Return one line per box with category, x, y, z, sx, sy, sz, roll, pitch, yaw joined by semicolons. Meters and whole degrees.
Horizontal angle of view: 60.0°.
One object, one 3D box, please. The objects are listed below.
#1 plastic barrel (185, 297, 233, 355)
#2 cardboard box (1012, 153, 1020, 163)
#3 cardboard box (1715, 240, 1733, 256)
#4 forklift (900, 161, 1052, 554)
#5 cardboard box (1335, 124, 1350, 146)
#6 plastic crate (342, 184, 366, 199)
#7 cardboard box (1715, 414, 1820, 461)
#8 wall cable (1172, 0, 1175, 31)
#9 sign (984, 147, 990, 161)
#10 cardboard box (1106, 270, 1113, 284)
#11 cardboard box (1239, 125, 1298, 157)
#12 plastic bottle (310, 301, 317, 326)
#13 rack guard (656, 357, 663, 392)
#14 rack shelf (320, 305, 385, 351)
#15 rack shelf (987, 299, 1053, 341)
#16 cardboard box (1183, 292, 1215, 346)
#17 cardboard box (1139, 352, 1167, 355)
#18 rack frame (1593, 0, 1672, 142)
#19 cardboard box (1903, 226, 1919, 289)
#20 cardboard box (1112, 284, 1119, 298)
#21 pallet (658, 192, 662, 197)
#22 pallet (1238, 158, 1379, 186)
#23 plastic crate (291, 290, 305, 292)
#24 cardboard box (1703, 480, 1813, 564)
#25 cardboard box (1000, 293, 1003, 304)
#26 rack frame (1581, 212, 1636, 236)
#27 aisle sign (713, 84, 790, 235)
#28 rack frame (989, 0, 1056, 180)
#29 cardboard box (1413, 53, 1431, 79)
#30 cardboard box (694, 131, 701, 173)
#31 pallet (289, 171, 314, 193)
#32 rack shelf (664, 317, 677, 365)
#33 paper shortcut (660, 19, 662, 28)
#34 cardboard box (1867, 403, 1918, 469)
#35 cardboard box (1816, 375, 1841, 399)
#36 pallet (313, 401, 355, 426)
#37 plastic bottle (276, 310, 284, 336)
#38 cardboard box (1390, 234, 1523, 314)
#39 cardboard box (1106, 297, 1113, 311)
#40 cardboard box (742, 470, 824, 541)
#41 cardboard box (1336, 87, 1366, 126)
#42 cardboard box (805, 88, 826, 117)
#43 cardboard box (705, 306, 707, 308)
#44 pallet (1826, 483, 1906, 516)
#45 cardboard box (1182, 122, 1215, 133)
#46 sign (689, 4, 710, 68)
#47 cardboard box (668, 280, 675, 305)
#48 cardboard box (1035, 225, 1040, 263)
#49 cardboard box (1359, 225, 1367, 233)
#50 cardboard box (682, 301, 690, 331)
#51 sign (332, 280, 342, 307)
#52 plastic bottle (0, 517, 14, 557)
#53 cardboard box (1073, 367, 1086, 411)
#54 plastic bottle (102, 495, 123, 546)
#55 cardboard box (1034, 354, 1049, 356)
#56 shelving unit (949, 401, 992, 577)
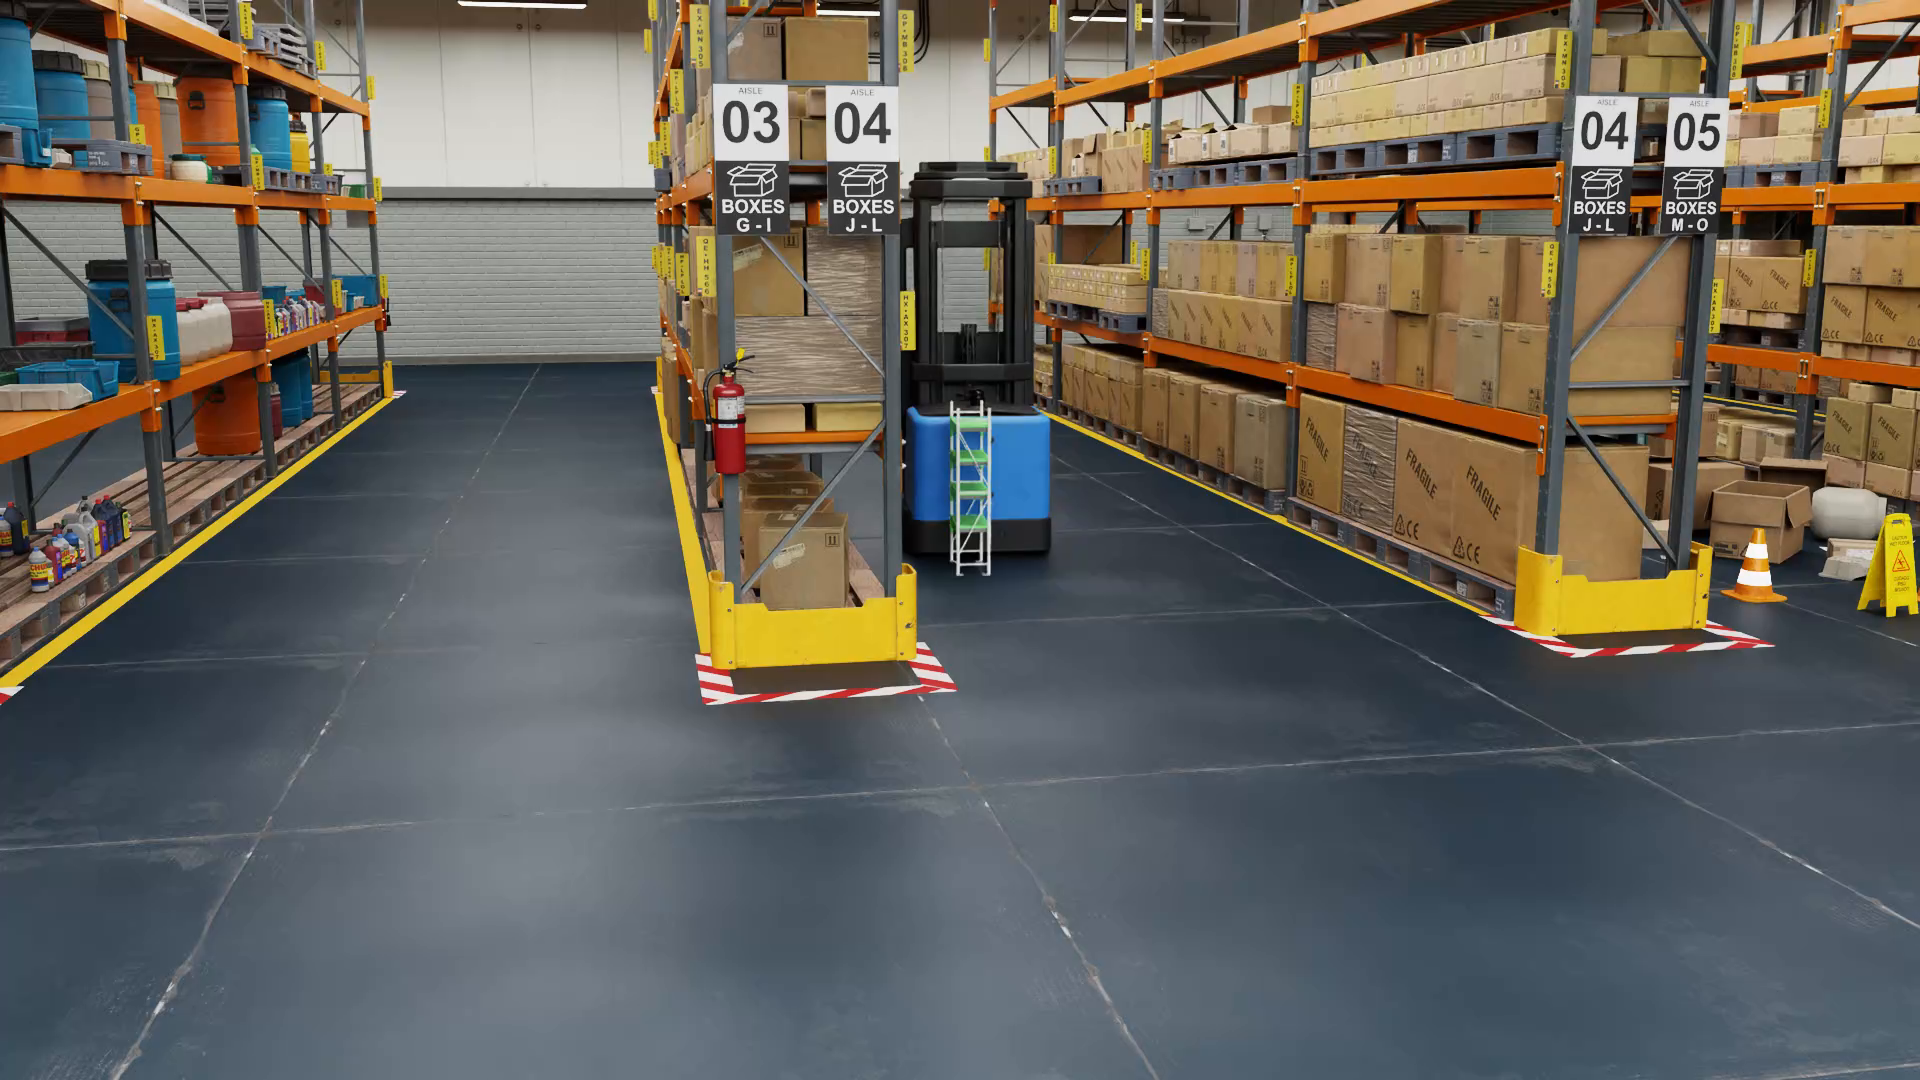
plastic barrel;-6.837;-1.942;15.080;0.421;0.512;0.421;0;11;0
cardboard box;0.952;-5.411;23.581;0.380;0.149;0.250;-2;11;-9
cardboard box;7.576;-2.847;16.212;0.380;0.149;0.250;-3;11;-13
forklift;0.024;-1.562;13.566;1.130;2.935;3.031;-1;11;-6
cardboard box;3.111;-3.110;12.772;0.380;0.149;0.250;-2;11;-11
plastic crate;-8.331;-4.734;22.593;0.450;0.188;0.336;-2;11;-11
cardboard box;7.863;-1.018;16.430;0.950;0.372;0.625;-1;11;-7
wall cable;2.876;-10.946;30.596;2.355;3.000;0.029;-2;11;-11
sign;0.408;-5.761;25.080;0.100;0.325;0.005;-2;11;-11
cardboard box;1.854;-2.953;18.645;0.380;0.149;0.250;-2;11;-9
cardboard box;2.819;-3.550;14.816;0.500;0.250;0.500;-2;11;-11
plastic bottle;-7.541;-2.643;19.374;0.061;0.283;0.133;-2;11;-11
rack guard;-3.949;-2.492;24.953;1.175;0.500;0.348;-2;11;-11
rack shelf;-8.414;-2.815;21.890;1.077;0.370;4.000;-2;11;-11
rack shelf;1.330;-3.157;23.686;1.077;0.370;4.000;-2;11;-11
cardboard box;2.518;-2.182;16.368;0.500;0.500;0.500;-2;11;-11
cardboard box;2.418;-2.076;19.640;0.500;0.250;0.500;-2;11;-11
rack frame;7.332;-5.556;18.320;1.000;3.000;0.127;-2;11;-11
cardboard box;8.132;-2.285;13.445;0.700;0.500;0.500;-2;11;-12
cardboard box;1.900;-2.762;18.440;0.380;0.149;0.250;-2;11;-9
pallet;-3.790;-5.010;23.711;1.003;0.211;1.213;-2;11;-11
pallet;3.048;-3.222;14.594;0.805;0.209;1.217;-3;11;-13
plastic crate;-8.950;-3.305;22.824;0.416;0.233;0.300;-2;11;-11
cardboard box;6.063;-0.145;12.614;0.637;0.503;0.797;9;14;38
cardboard box;0.772;-3.586;24.688;0.380;0.149;0.250;-2;11;-13
rack frame;10.645;-4.257;27.541;1.000;3.000;0.127;-2;11;-11
aisle sign;-1.115;-2.036;8.918;0.394;0.787;0.004;-2;11;-11
rack frame;0.941;-6.825;24.985;1.000;3.000;0.127;-2;11;-11
cardboard box;3.357;-3.269;11.478;0.380;0.149;0.250;-2;11;-11
cardboard box;-1.470;-2.538;10.887;0.500;0.250;0.500;-2;11;-12
pallet;-7.553;-3.835;17.803;1.003;0.211;1.213;-2;11;-11
rack shelf;-2.777;-2.262;18.982;1.077;0.370;4.000;-2;11;-11
paper shortcut;-3.160;-5.487;17.585;0.009;0.170;0.078;9;-22;-13
cardboard box;8.076;-0.883;14.040;0.500;0.500;0.500;-2;11;-9
cardboard box;11.597;-2.121;21.878;0.500;0.500;0.500;-3;11;-13
pallet;-8.206;-1.566;20.857;1.003;0.211;1.213;-2;11;-11
plastic bottle;-7.189;-2.288;17.539;0.097;0.271;0.097;0;11;0
cardboard box;3.615;-1.914;11.942;0.875;0.550;0.500;-2;11;-11
cardboard box;1.853;-2.660;18.696;0.380;0.149;0.250;-2;11;-10
cardboard box;-1.255;-0.203;11.800;0.500;0.500;0.500;-3;11;-16
cardboard box;3.195;-3.286;12.629;0.500;0.250;0.500;-2;11;-11
cardboard box;-0.659;-2.436;9.284;0.380;0.149;0.250;-2;11;-11
cardboard box;-1.182;-1.259;10.725;0.875;0.500;0.500;-2;11;-11
pallet;8.276;-0.383;14.646;1.003;0.211;1.213;-2;11;-11
cardboard box;2.588;-4.488;18.415;0.396;0.266;0.258;-2;11;-11
sign;-1.381;-2.673;8.828;0.100;0.325;0.005;-2;11;-11
cardboard box;-3.223;-2.846;19.857;0.500;0.500;0.500;-2;11;-11
cardboard box;1.256;-4.001;22.460;0.500;0.500;0.500;-2;11;-13
cardboard box;5.996;-4.483;24.051;0.380;0.149;0.250;-2;11;-12
cardboard box;-2.288;-2.065;15.303;0.500;0.250;0.500;-2;11;-13
sign;-7.485;-2.958;19.973;0.100;0.325;0.005;-2;11;-11
plastic bottle;-6.572;-0.025;11.427;0.097;0.271;0.097;0;11;0
cardboard box;1.707;-1.880;20.614;0.500;0.500;0.500;-2;11;-8
plastic bottle;-6.061;-0.142;11.827;0.144;0.351;0.185;-2;11;-13
cardboard box;1.068;-2.534;23.399;0.380;0.149;0.250;-3;11;-13
shelving unit;0.073;-0.378;11.976;0.258;1.200;0.503;-1;11;-6
